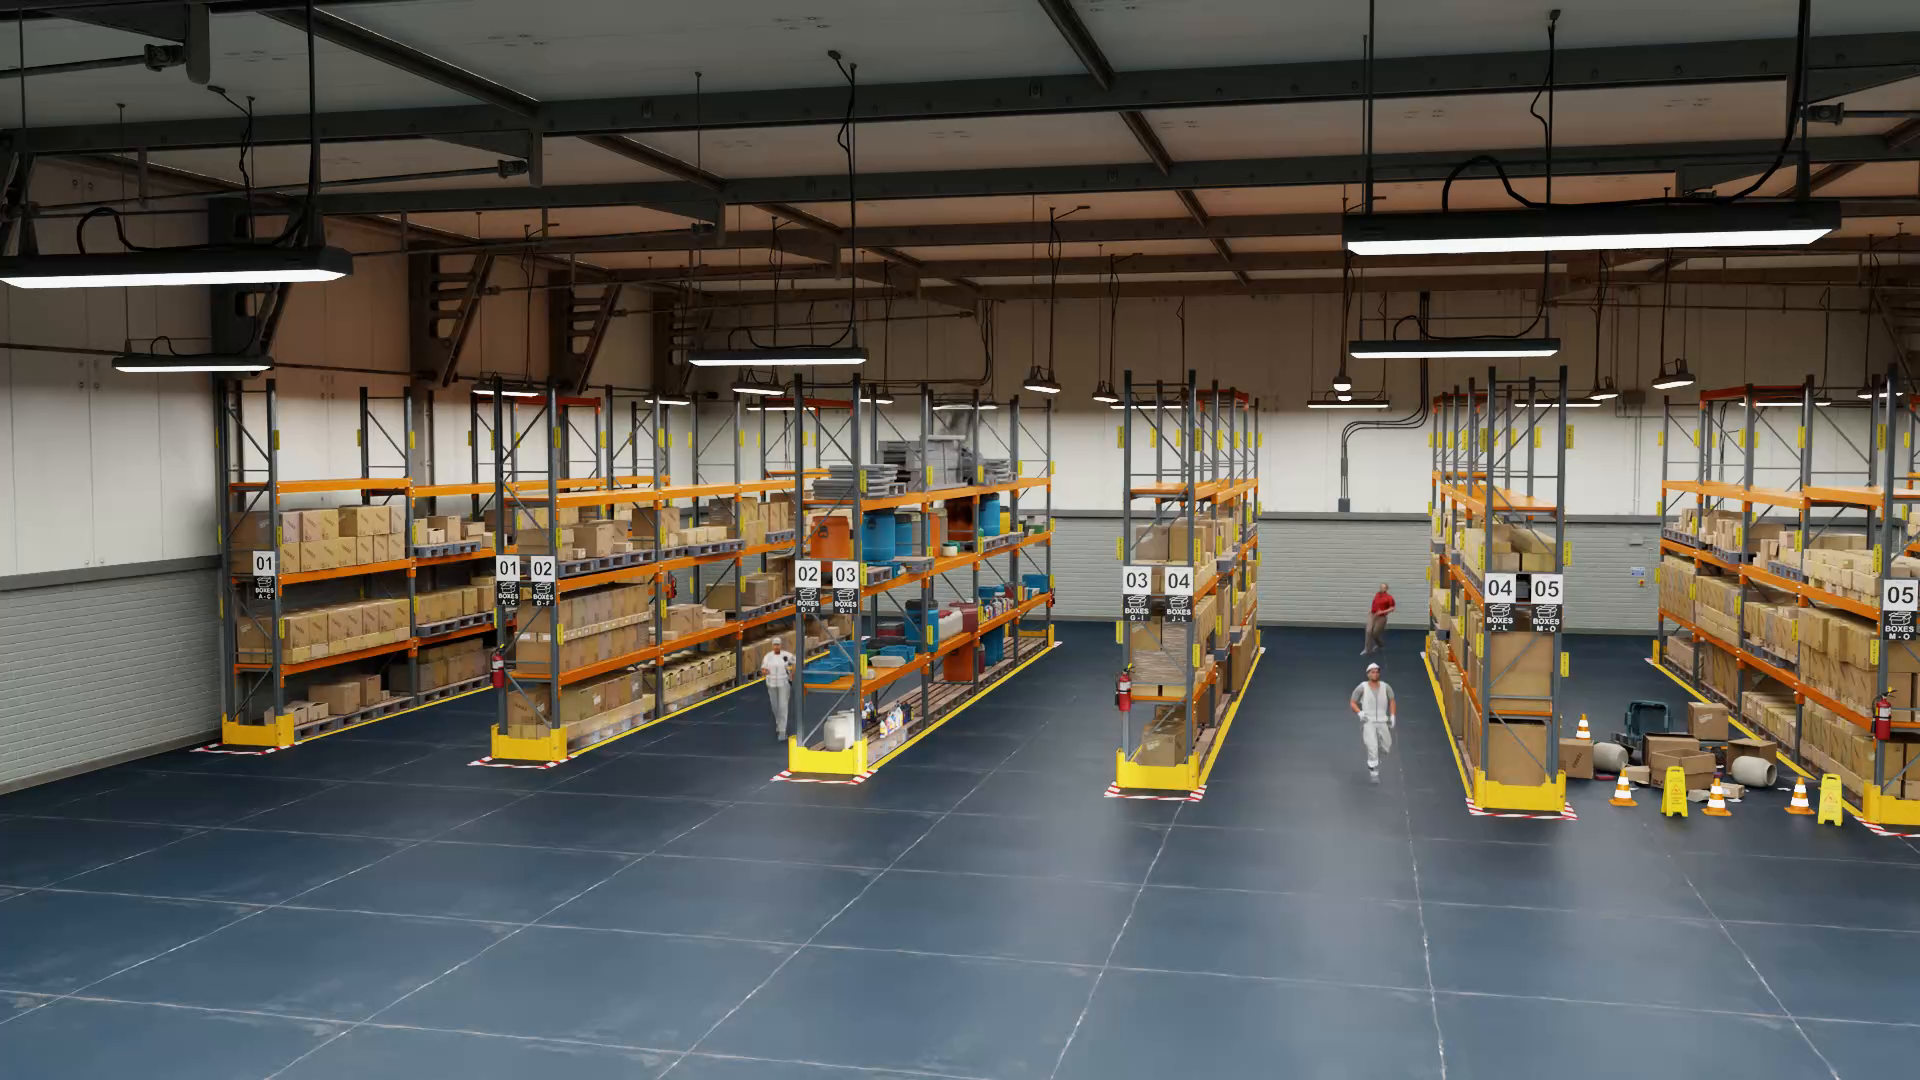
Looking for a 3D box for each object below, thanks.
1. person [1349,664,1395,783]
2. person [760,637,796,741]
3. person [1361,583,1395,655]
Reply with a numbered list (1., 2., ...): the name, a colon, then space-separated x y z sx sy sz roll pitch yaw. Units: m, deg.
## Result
1. person: 6.088 2.677 24.523 0.676 1.725 0.675 0 3 -4
2. person: -3.058 2.491 28.033 0.594 1.720 0.826 0 3 7
3. person: 9.799 1.842 38.784 0.724 1.686 0.693 -3 5 -43
